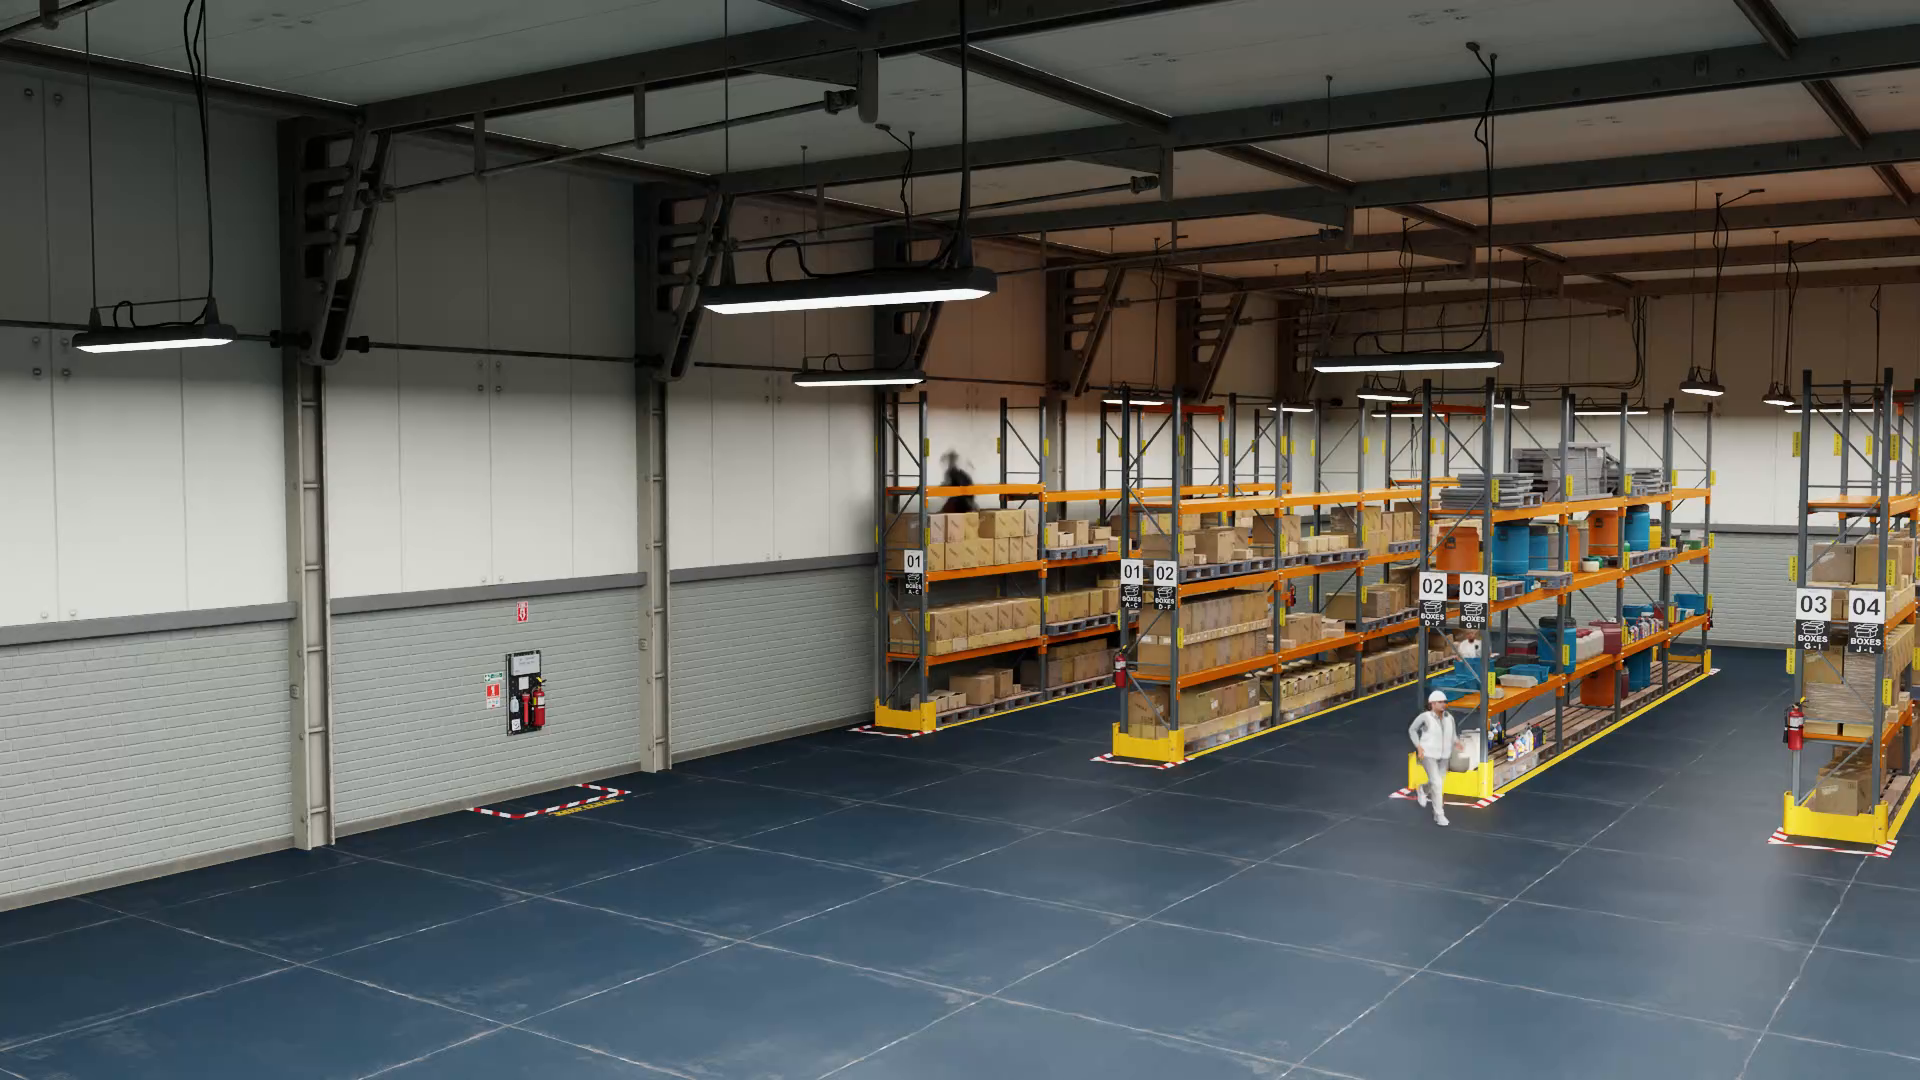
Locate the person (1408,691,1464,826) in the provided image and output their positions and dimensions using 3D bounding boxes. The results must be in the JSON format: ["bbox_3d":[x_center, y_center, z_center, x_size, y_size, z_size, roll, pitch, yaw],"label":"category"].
[{"bbox_3d":[6.360,2.890,22.371,0.641,1.756,0.855,-1,3,-18],"label":"person"}]

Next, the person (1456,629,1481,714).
[{"bbox_3d":[9.640,2.453,31.359,0.605,1.615,0.578,2,4,32],"label":"person"}]
